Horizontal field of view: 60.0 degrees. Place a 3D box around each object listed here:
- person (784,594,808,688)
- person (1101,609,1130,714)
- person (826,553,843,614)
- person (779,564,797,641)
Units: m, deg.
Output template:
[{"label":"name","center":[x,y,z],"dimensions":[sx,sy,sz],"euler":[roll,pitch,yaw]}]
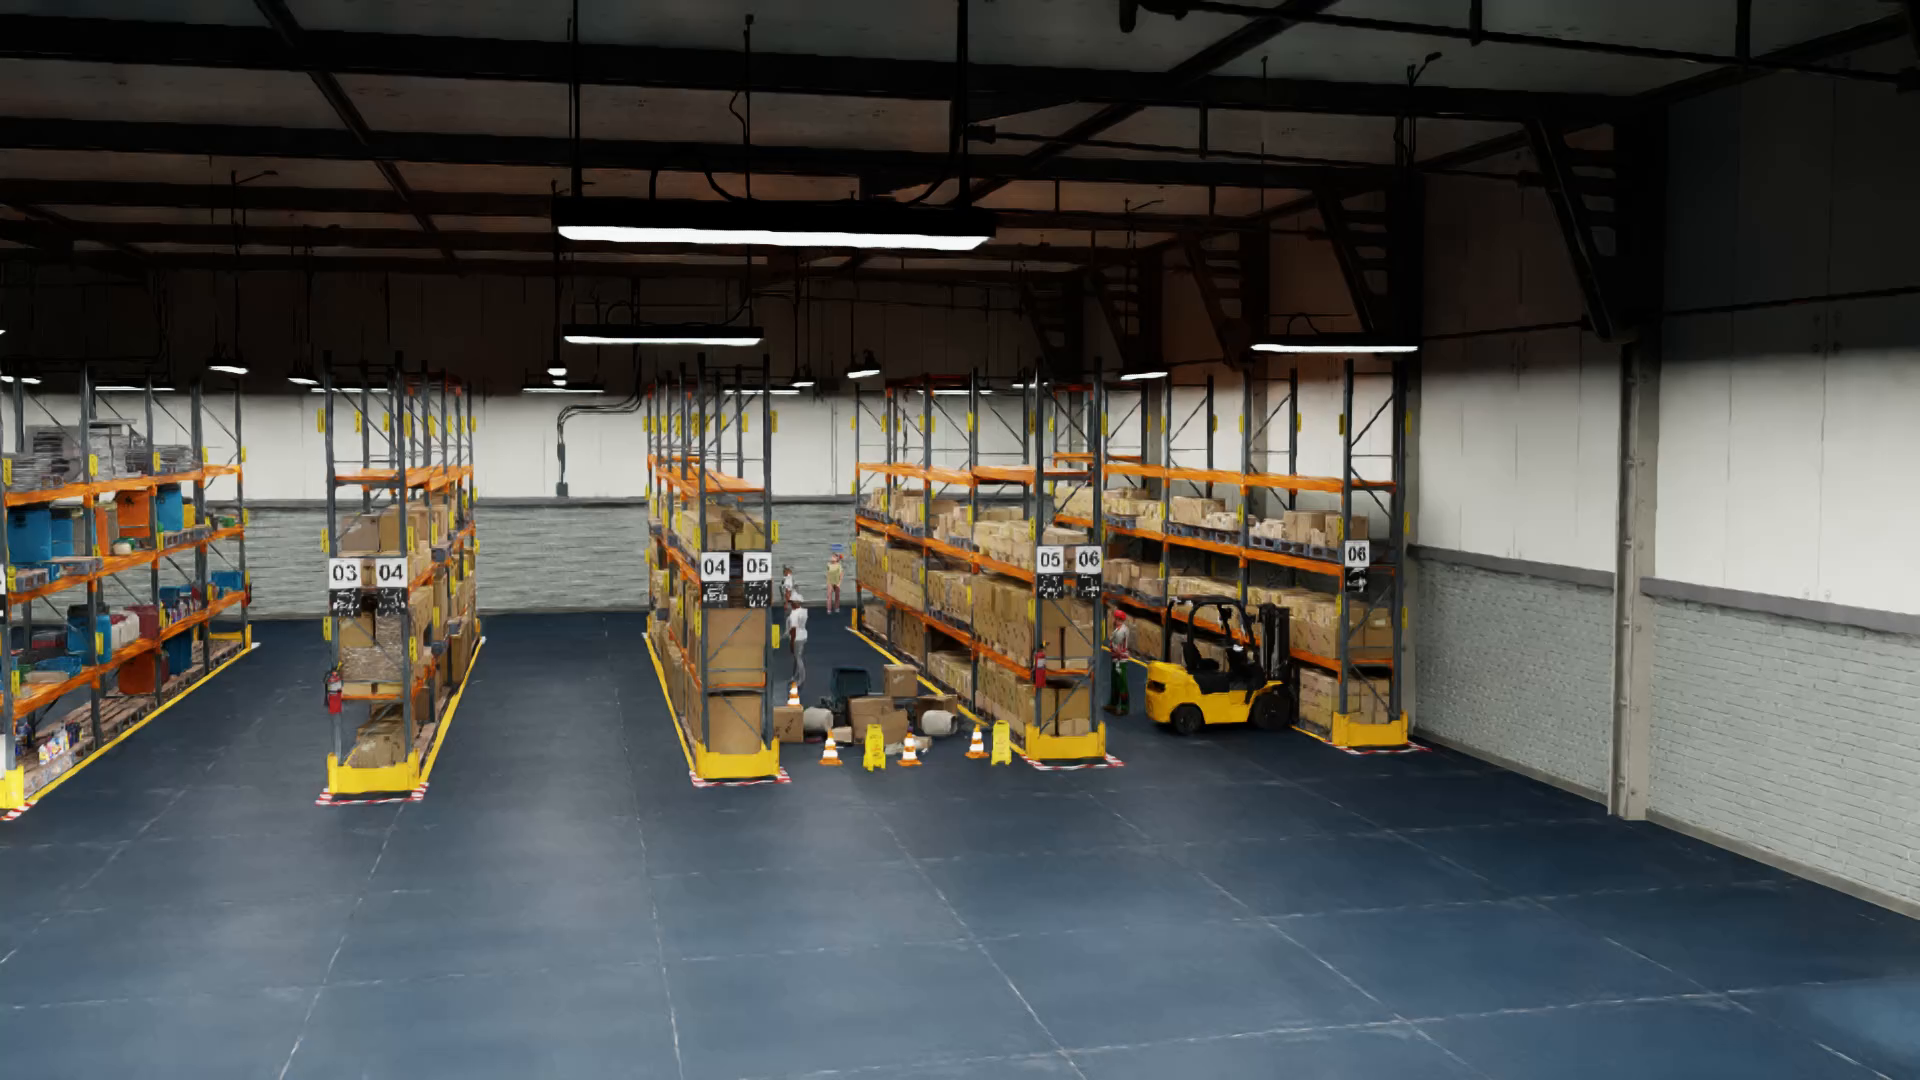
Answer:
[{"label":"person","center":[-3.144,1.903,31.647],"dimensions":[0.503,1.764,0.624],"euler":[1,4,17]},{"label":"person","center":[2.697,2.093,28.825],"dimensions":[0.528,1.783,0.656],"euler":[1,4,12]},{"label":"person","center":[-3.311,1.129,43.887],"dimensions":[0.448,1.601,1.006],"euler":[0,4,-4]},{"label":"person","center":[-3.982,1.435,38.501],"dimensions":[0.590,1.745,0.684],"euler":[0,4,-2]}]
